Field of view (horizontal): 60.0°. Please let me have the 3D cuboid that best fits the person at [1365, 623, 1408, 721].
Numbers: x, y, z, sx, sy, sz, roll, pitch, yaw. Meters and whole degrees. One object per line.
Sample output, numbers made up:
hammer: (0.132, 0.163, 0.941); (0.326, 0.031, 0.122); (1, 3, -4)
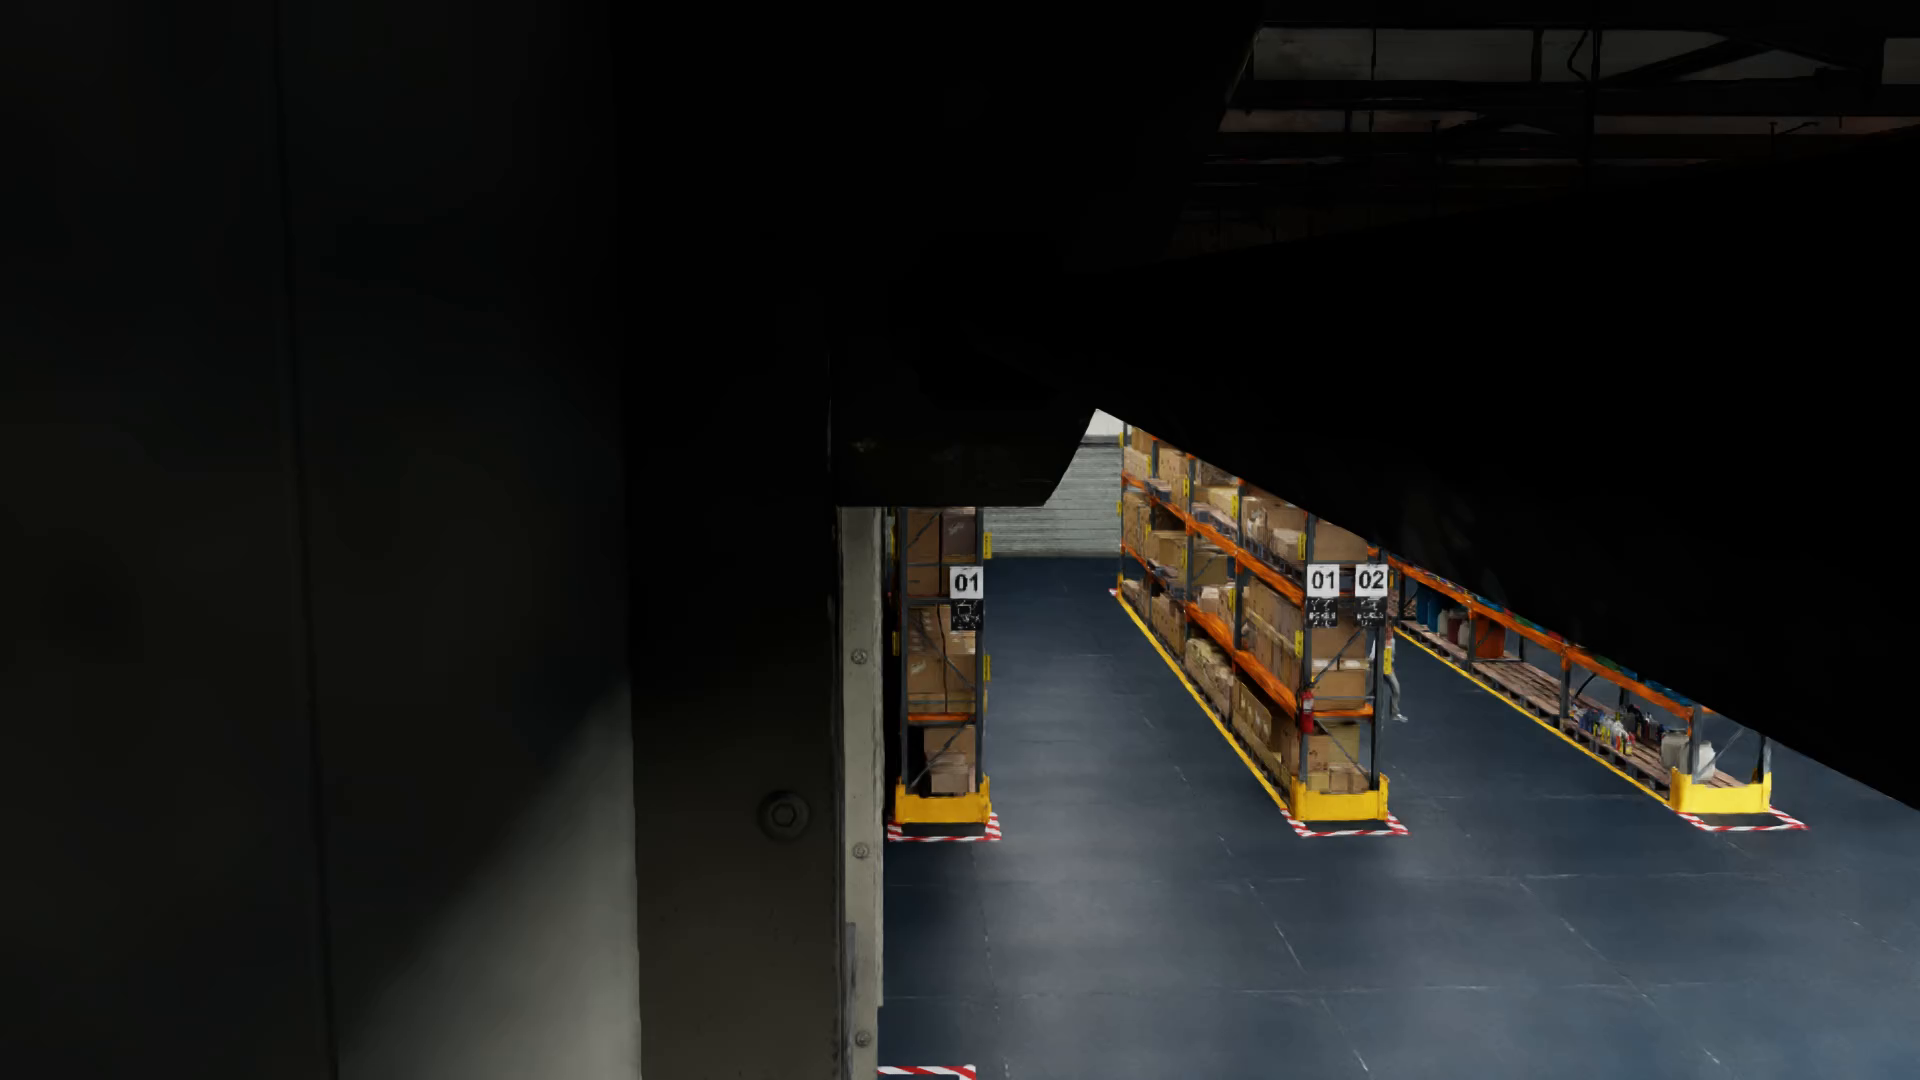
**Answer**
person: (6.452, 1.992, 25.490); (0.552, 1.525, 0.788); (-3, 9, -20)
